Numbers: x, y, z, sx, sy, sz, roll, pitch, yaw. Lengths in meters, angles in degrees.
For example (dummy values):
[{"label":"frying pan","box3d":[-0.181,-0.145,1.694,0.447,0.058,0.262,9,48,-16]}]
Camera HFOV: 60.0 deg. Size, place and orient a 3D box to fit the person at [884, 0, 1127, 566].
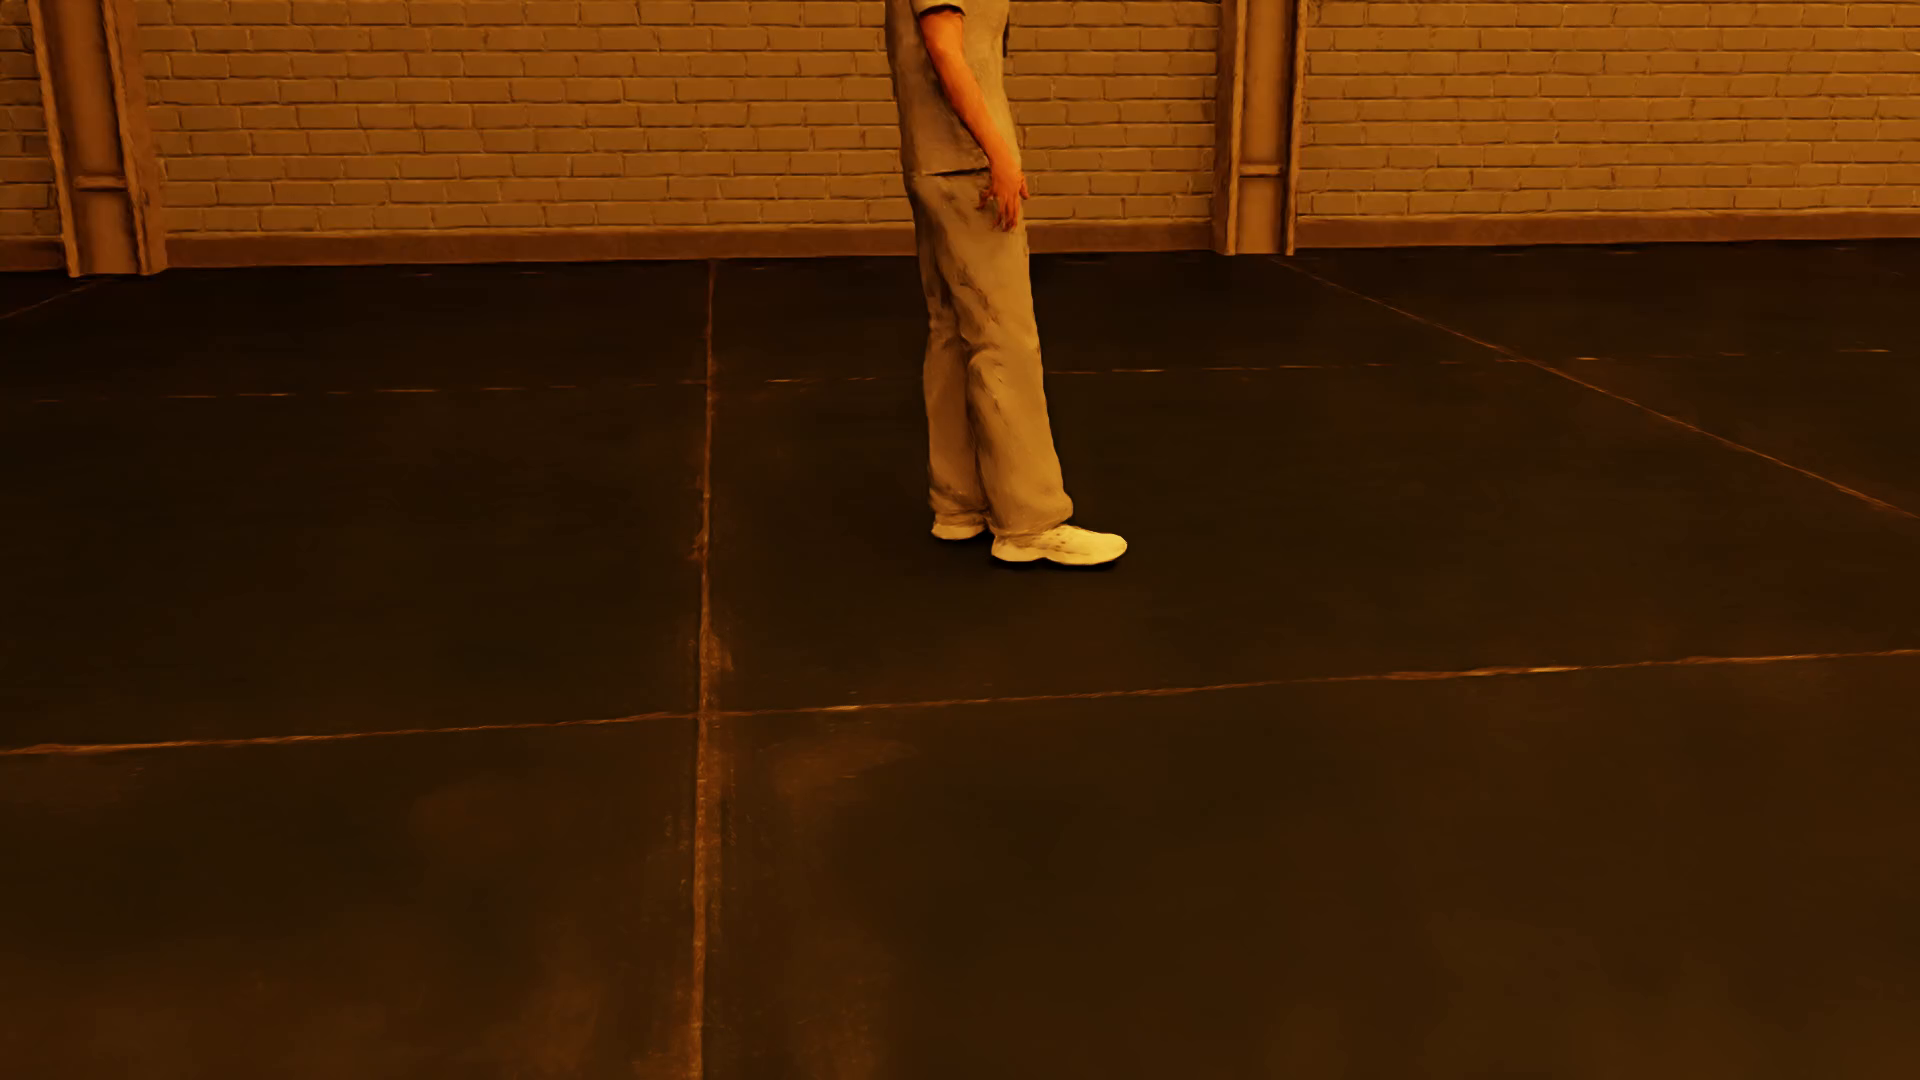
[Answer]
[{"label":"person","box3d":[0.075,-0.808,3.719,0.548,1.673,0.549,-2,17,-8]}]
